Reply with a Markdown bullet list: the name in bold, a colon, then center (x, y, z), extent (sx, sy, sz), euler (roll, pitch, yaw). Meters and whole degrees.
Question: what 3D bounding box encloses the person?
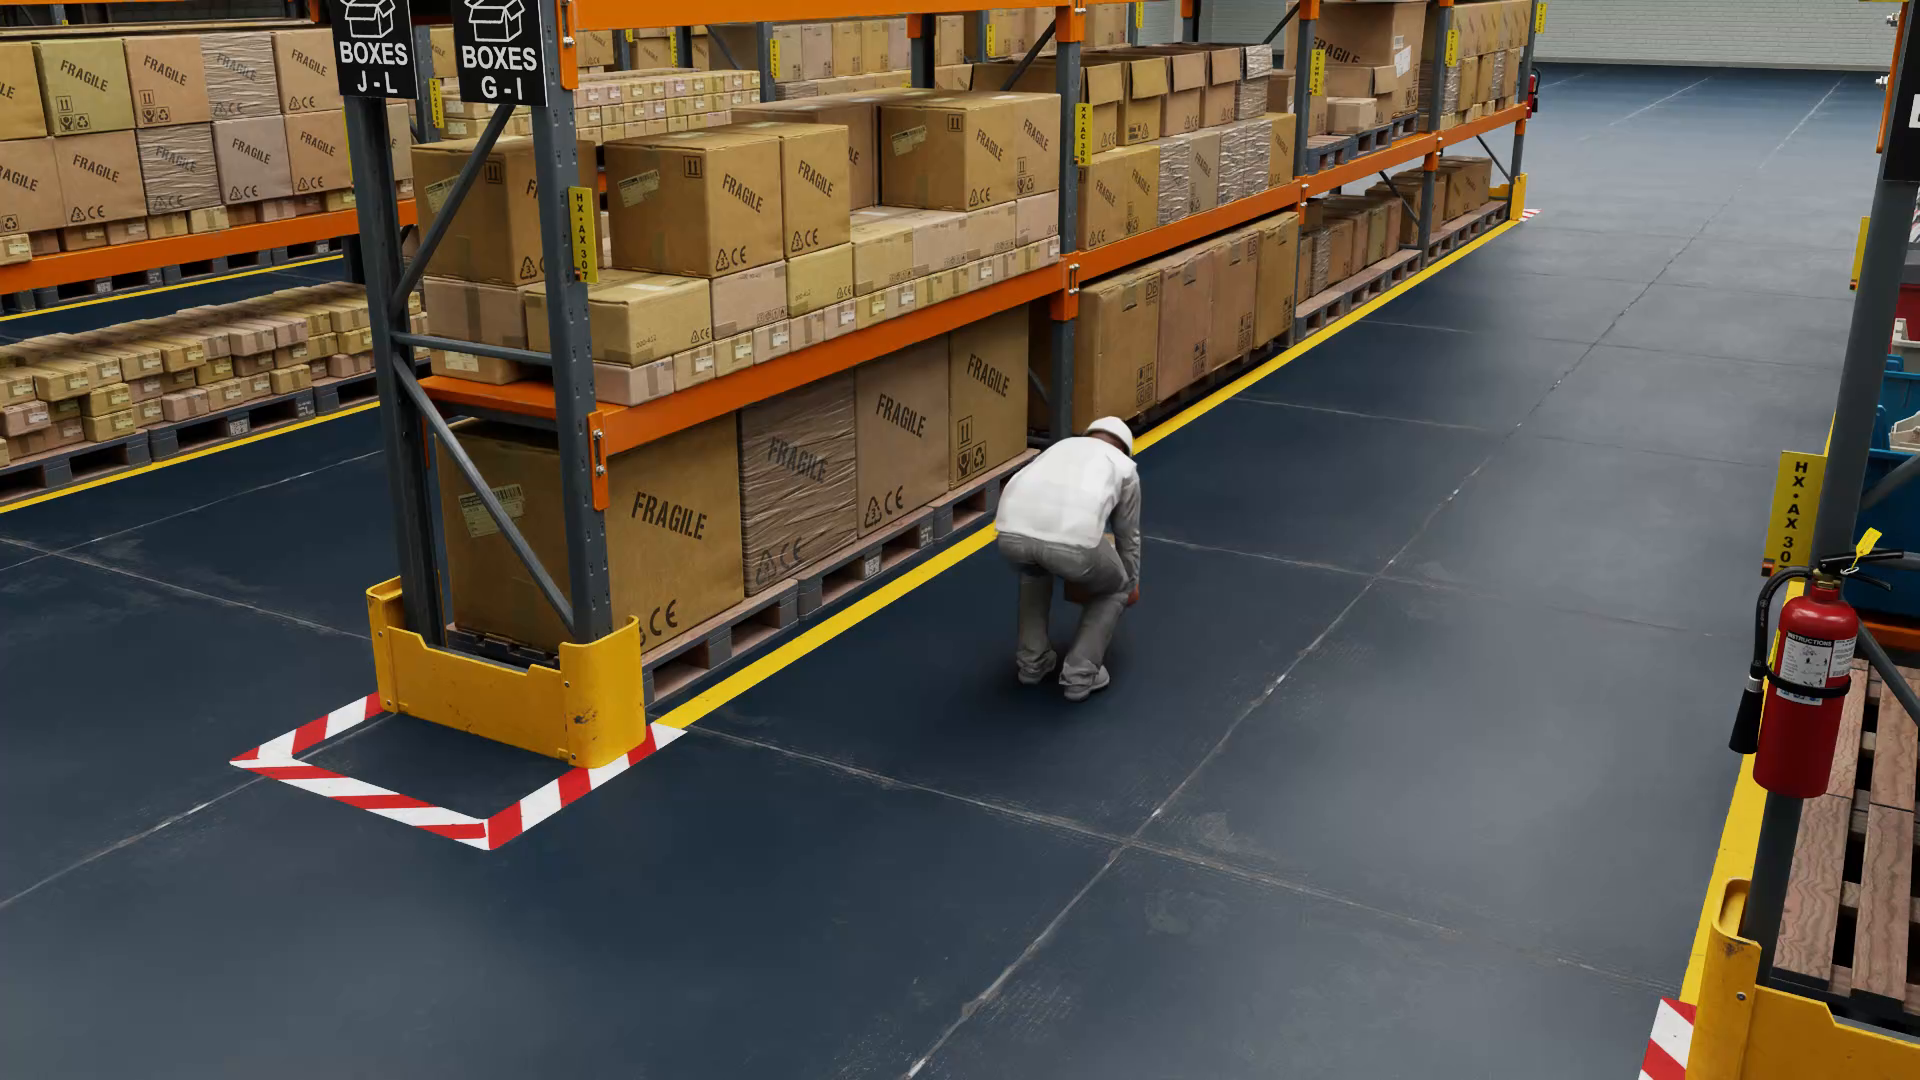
- **person**: center (0.494, 0.069, 6.980), extent (0.502, 1.014, 0.995), euler (9, 21, 25)
